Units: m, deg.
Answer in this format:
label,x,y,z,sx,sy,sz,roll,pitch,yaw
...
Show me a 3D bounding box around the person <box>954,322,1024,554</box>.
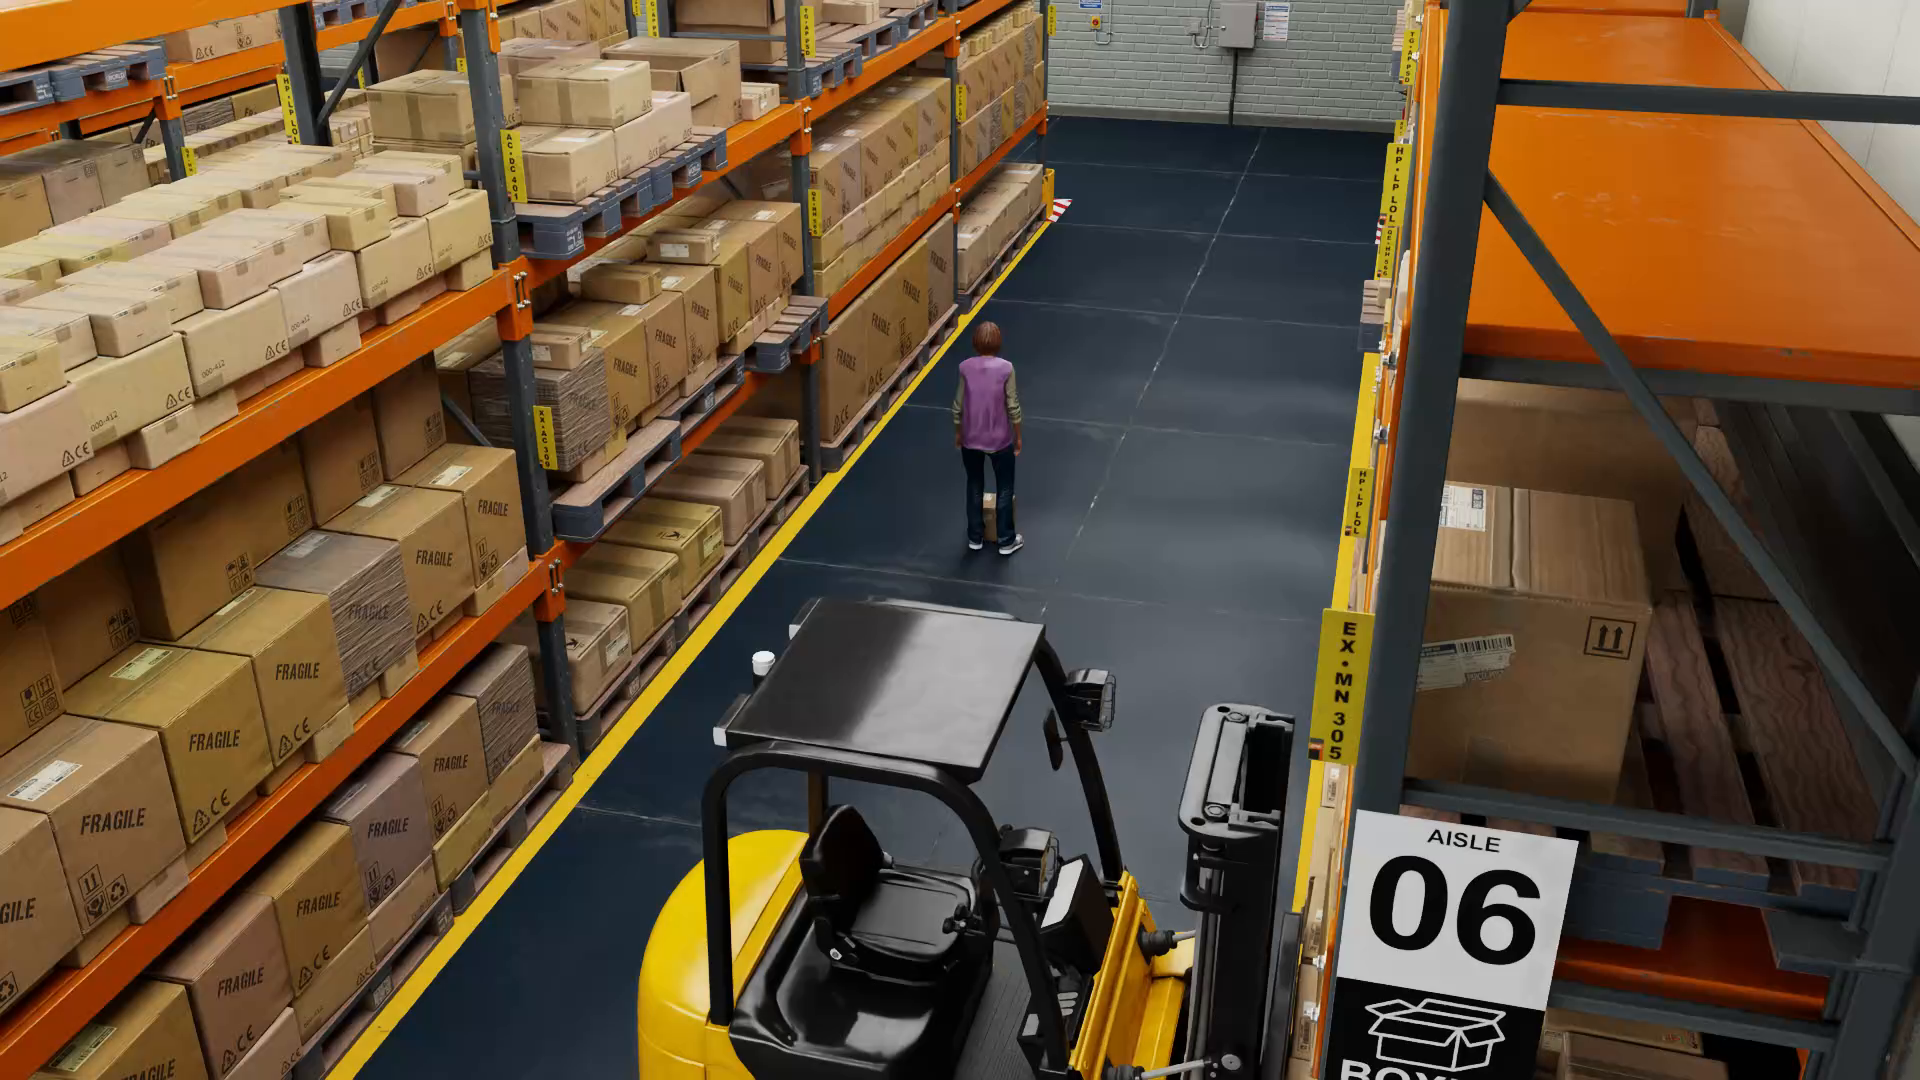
label,x,y,z,sx,sy,sz,roll,pitch,yaw
person,0.190,-0.662,11.086,0.461,1.582,0.364,7,26,13
